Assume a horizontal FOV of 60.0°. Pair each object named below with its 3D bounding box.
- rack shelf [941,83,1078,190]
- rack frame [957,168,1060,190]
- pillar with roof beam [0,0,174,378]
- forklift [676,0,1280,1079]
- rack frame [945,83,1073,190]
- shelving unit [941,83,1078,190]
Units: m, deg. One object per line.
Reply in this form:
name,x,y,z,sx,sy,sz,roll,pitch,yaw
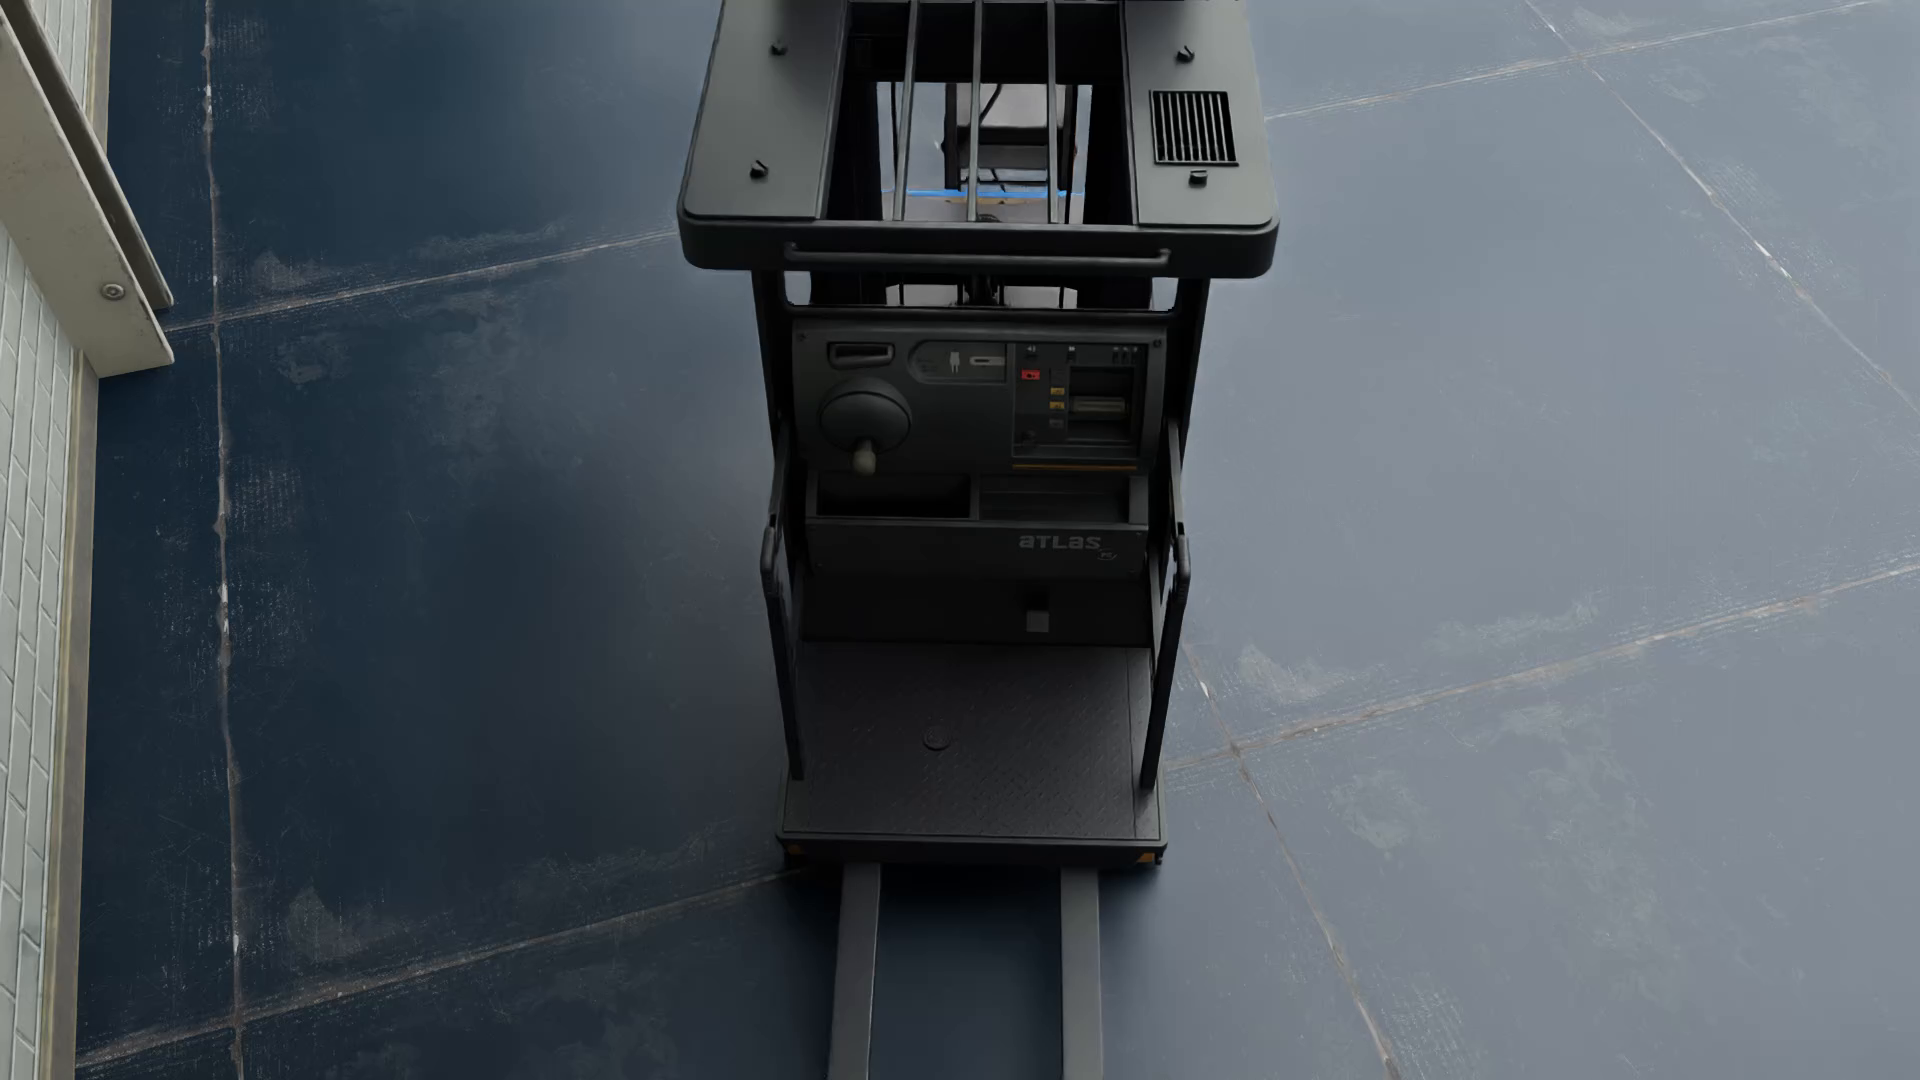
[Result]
rack shelf,0.162,-1.328,5.514,0.431,0.518,0.480,1,50,1
rack frame,0.168,-1.523,5.661,0.400,2.100,0.015,1,50,1
pillar with roof beam,0.920,-4.654,3.788,9.100,9.000,0.400,-13,51,-11
forklift,0.042,-0.245,4.040,1.130,2.935,3.031,1,50,1
rack frame,0.156,-1.150,5.346,0.400,2.100,0.015,1,50,1
shelving unit,0.162,-1.336,5.503,0.431,2.100,0.503,1,50,1
